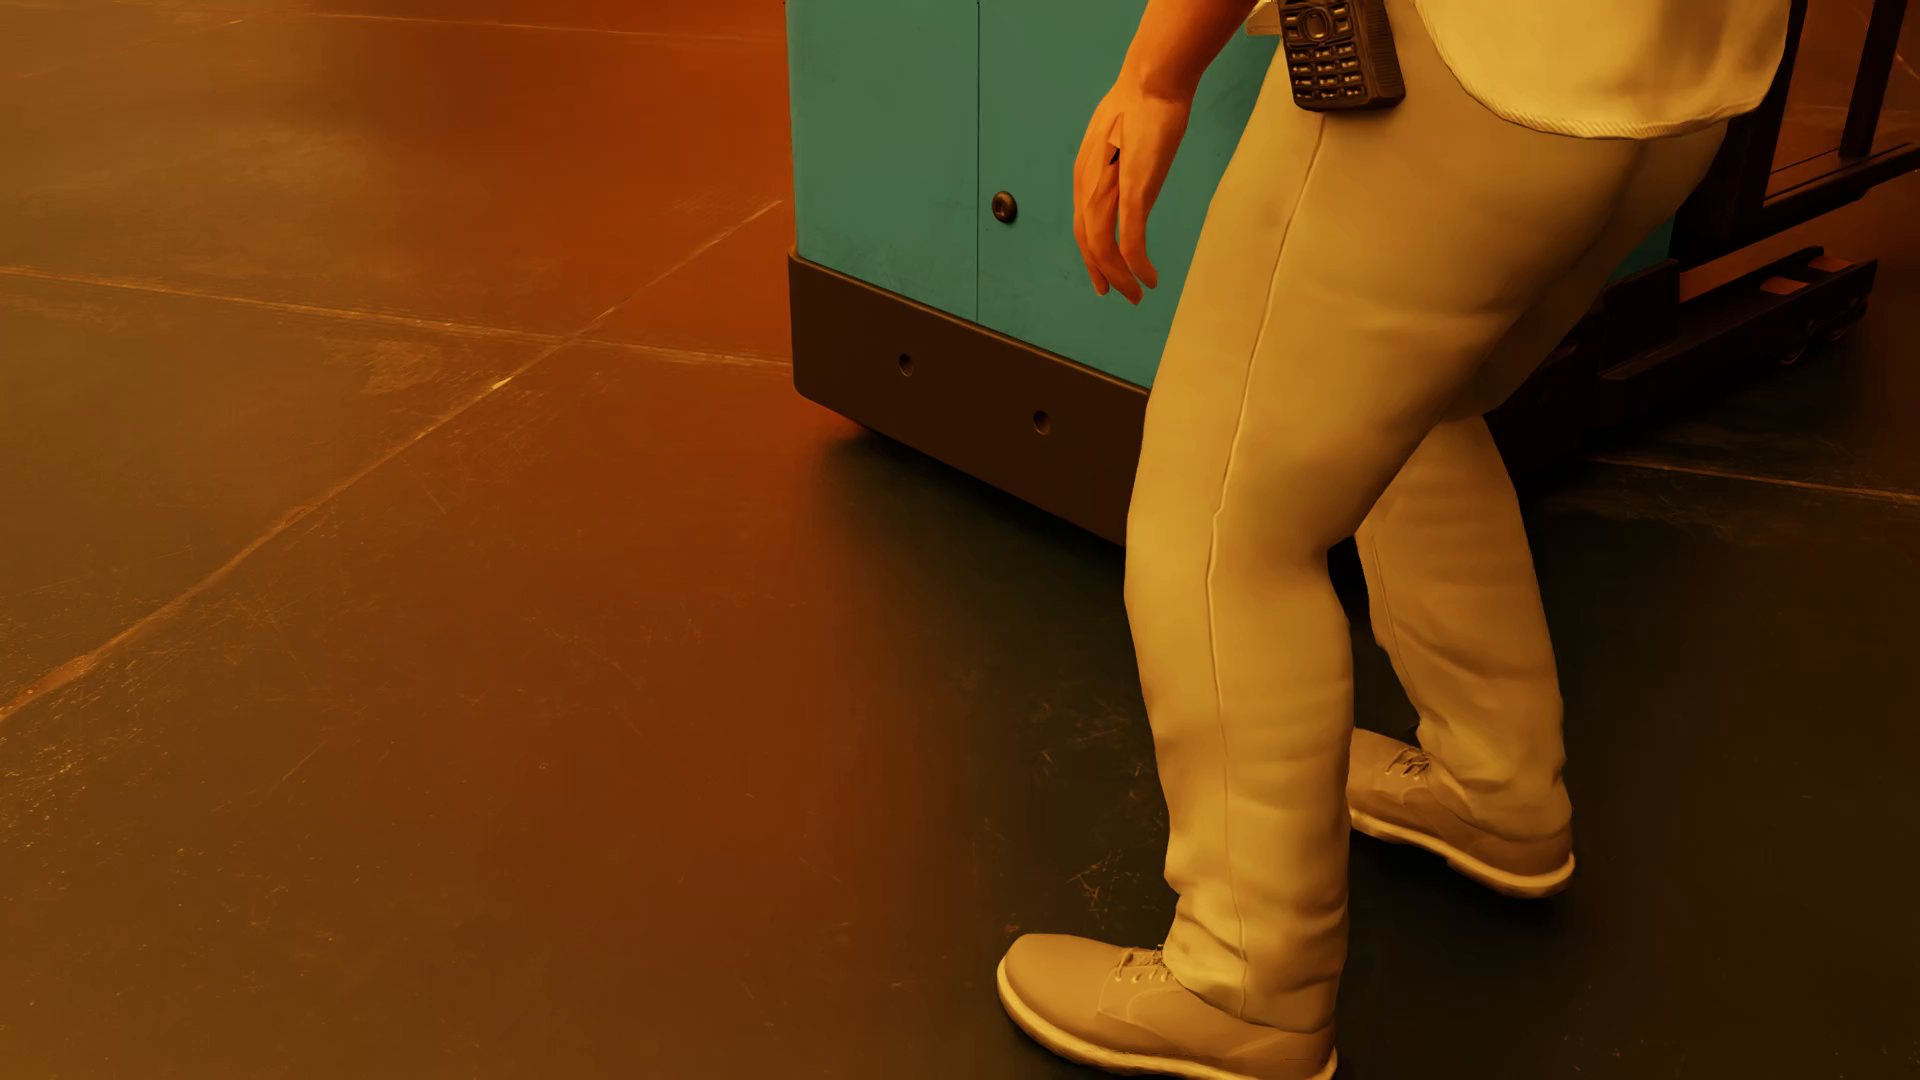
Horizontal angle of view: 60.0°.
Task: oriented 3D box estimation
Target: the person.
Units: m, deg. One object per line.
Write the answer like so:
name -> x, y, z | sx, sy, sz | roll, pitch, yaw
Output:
person -> 0.410, -0.381, 1.353 | 0.775, 1.715, 0.412 | -24, 35, -38

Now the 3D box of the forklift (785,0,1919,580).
forklift -> 1.152, -1.794, 2.791 | 3.031, 2.935, 1.130 | -22, 34, -36
